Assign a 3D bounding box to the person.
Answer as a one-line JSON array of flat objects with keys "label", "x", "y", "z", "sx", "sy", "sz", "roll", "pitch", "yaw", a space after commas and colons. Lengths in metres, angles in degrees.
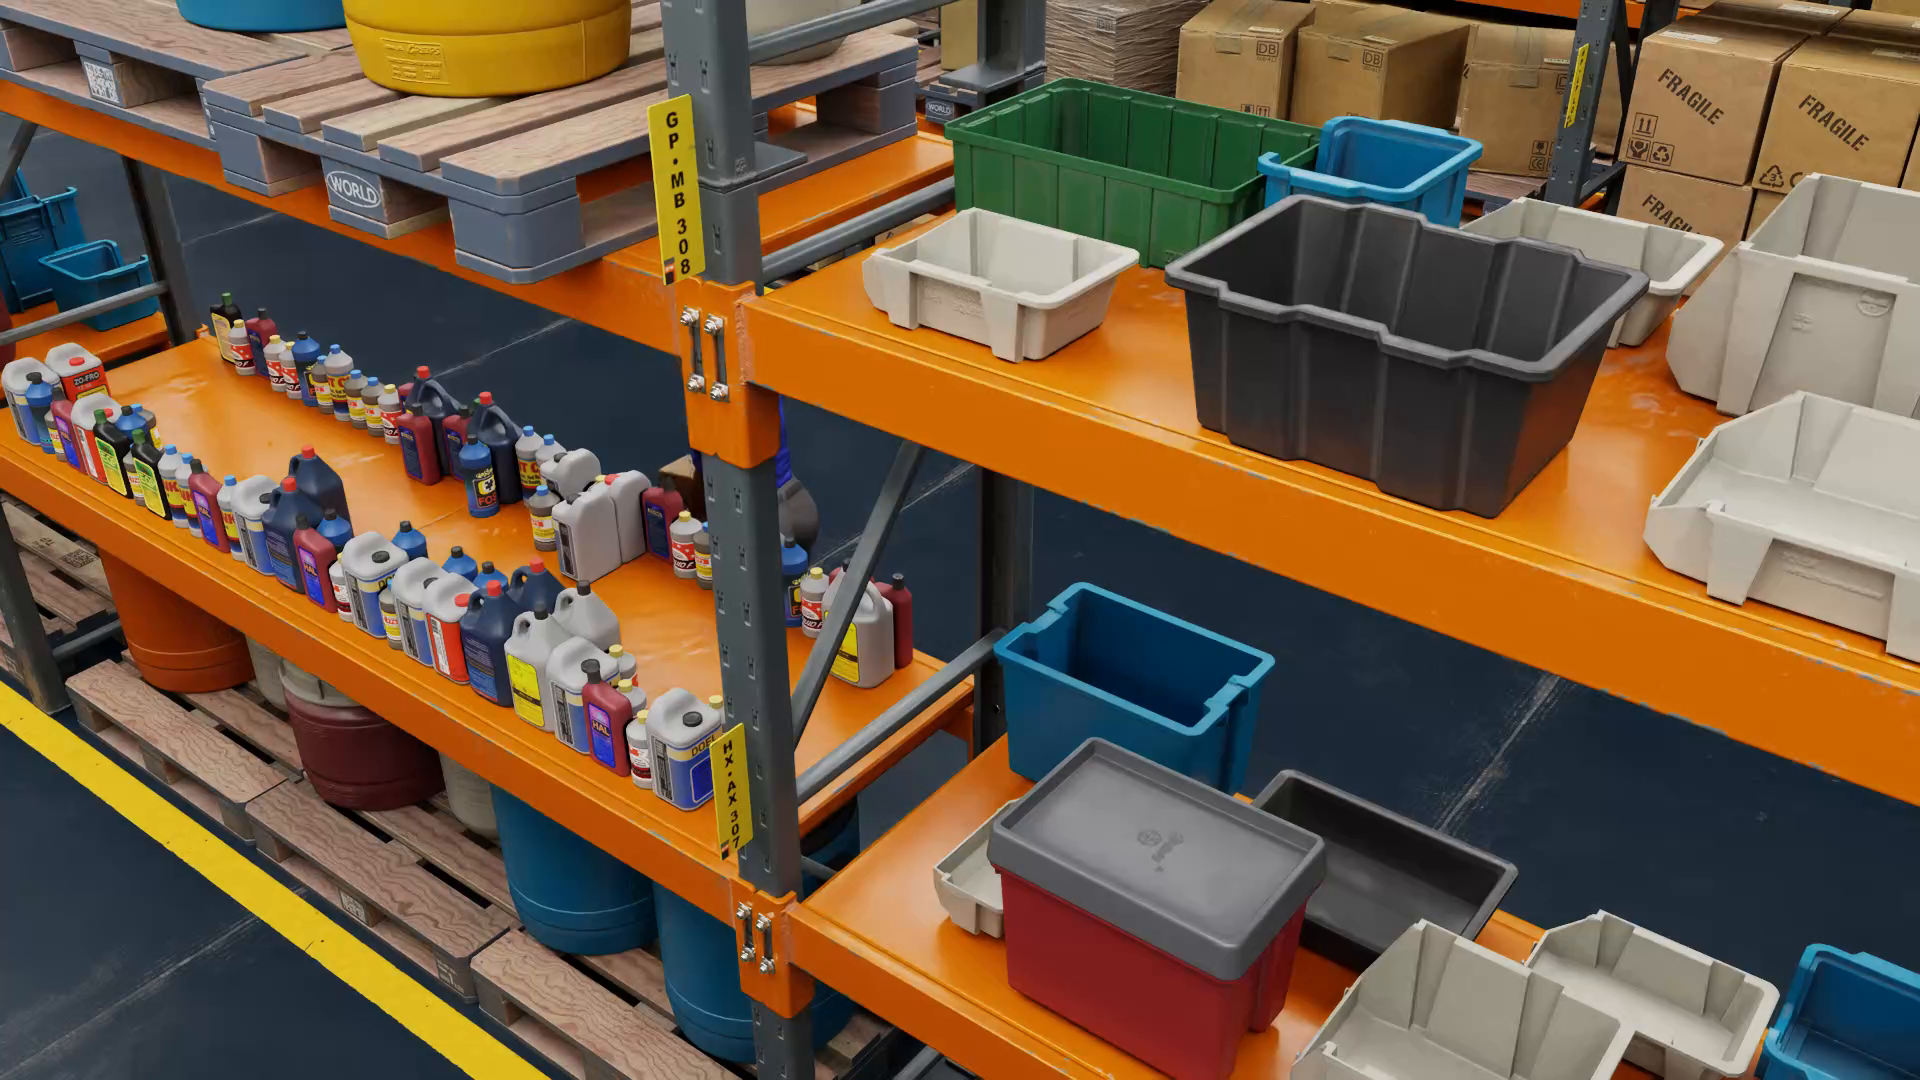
[{"label": "person", "x": -0.790, "y": -0.074, "z": 6.271, "sx": 0.515, "sy": 1.651, "sz": 0.451, "roll": 22, "pitch": 37, "yaw": 32}]
